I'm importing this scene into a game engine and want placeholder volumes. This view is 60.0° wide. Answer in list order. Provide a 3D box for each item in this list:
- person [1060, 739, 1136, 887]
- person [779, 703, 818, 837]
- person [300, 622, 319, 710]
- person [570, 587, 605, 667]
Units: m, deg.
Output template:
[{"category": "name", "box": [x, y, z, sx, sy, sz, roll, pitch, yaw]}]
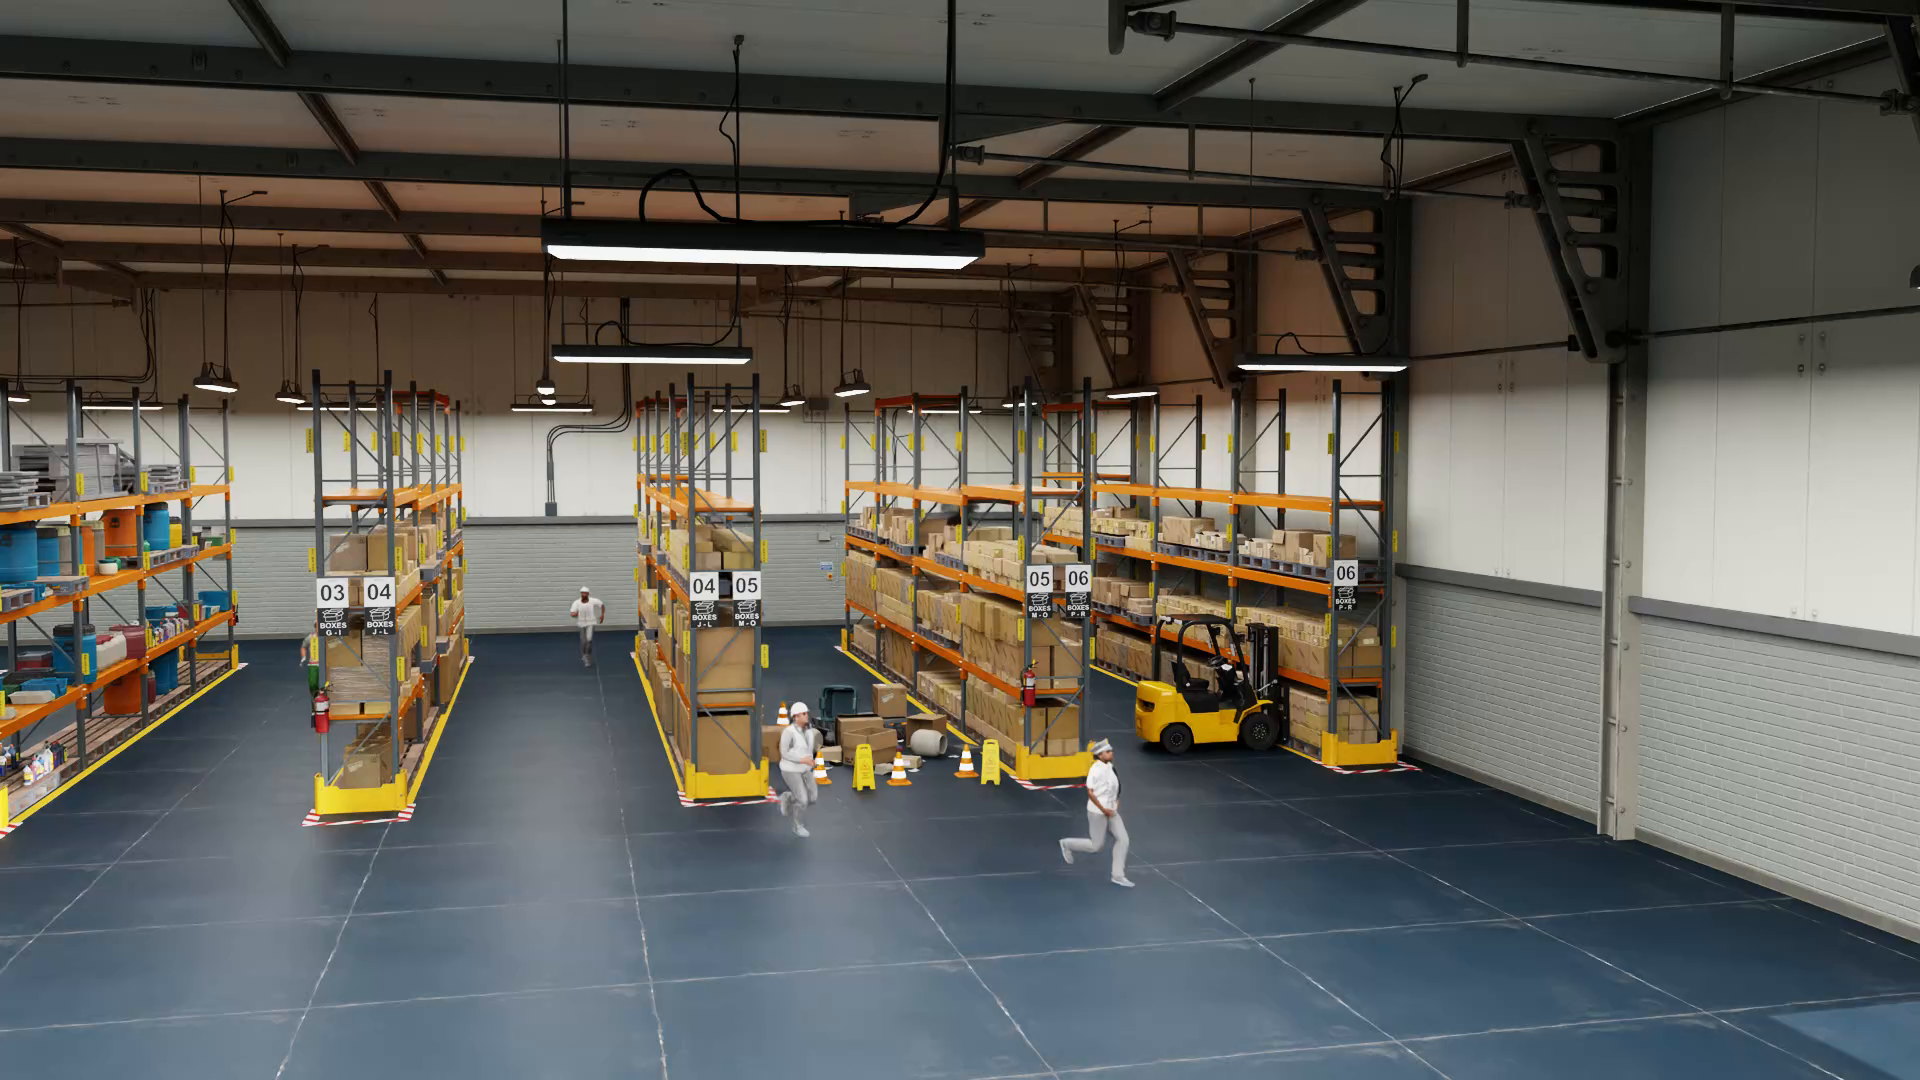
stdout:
[{"category": "person", "box": [1.592, 3.095, 18.988, 0.891, 1.679, 0.564, 2, 4, 32]}, {"category": "person", "box": [-2.062, 2.928, 21.280, 0.676, 1.729, 0.696, 2, 4, 33]}, {"category": "person", "box": [-11.879, 2.337, 30.819, 0.664, 1.739, 0.603, -1, 3, -18]}, {"category": "person", "box": [-8.426, 1.956, 37.605, 0.712, 1.815, 0.901, 0, 3, 1]}]
